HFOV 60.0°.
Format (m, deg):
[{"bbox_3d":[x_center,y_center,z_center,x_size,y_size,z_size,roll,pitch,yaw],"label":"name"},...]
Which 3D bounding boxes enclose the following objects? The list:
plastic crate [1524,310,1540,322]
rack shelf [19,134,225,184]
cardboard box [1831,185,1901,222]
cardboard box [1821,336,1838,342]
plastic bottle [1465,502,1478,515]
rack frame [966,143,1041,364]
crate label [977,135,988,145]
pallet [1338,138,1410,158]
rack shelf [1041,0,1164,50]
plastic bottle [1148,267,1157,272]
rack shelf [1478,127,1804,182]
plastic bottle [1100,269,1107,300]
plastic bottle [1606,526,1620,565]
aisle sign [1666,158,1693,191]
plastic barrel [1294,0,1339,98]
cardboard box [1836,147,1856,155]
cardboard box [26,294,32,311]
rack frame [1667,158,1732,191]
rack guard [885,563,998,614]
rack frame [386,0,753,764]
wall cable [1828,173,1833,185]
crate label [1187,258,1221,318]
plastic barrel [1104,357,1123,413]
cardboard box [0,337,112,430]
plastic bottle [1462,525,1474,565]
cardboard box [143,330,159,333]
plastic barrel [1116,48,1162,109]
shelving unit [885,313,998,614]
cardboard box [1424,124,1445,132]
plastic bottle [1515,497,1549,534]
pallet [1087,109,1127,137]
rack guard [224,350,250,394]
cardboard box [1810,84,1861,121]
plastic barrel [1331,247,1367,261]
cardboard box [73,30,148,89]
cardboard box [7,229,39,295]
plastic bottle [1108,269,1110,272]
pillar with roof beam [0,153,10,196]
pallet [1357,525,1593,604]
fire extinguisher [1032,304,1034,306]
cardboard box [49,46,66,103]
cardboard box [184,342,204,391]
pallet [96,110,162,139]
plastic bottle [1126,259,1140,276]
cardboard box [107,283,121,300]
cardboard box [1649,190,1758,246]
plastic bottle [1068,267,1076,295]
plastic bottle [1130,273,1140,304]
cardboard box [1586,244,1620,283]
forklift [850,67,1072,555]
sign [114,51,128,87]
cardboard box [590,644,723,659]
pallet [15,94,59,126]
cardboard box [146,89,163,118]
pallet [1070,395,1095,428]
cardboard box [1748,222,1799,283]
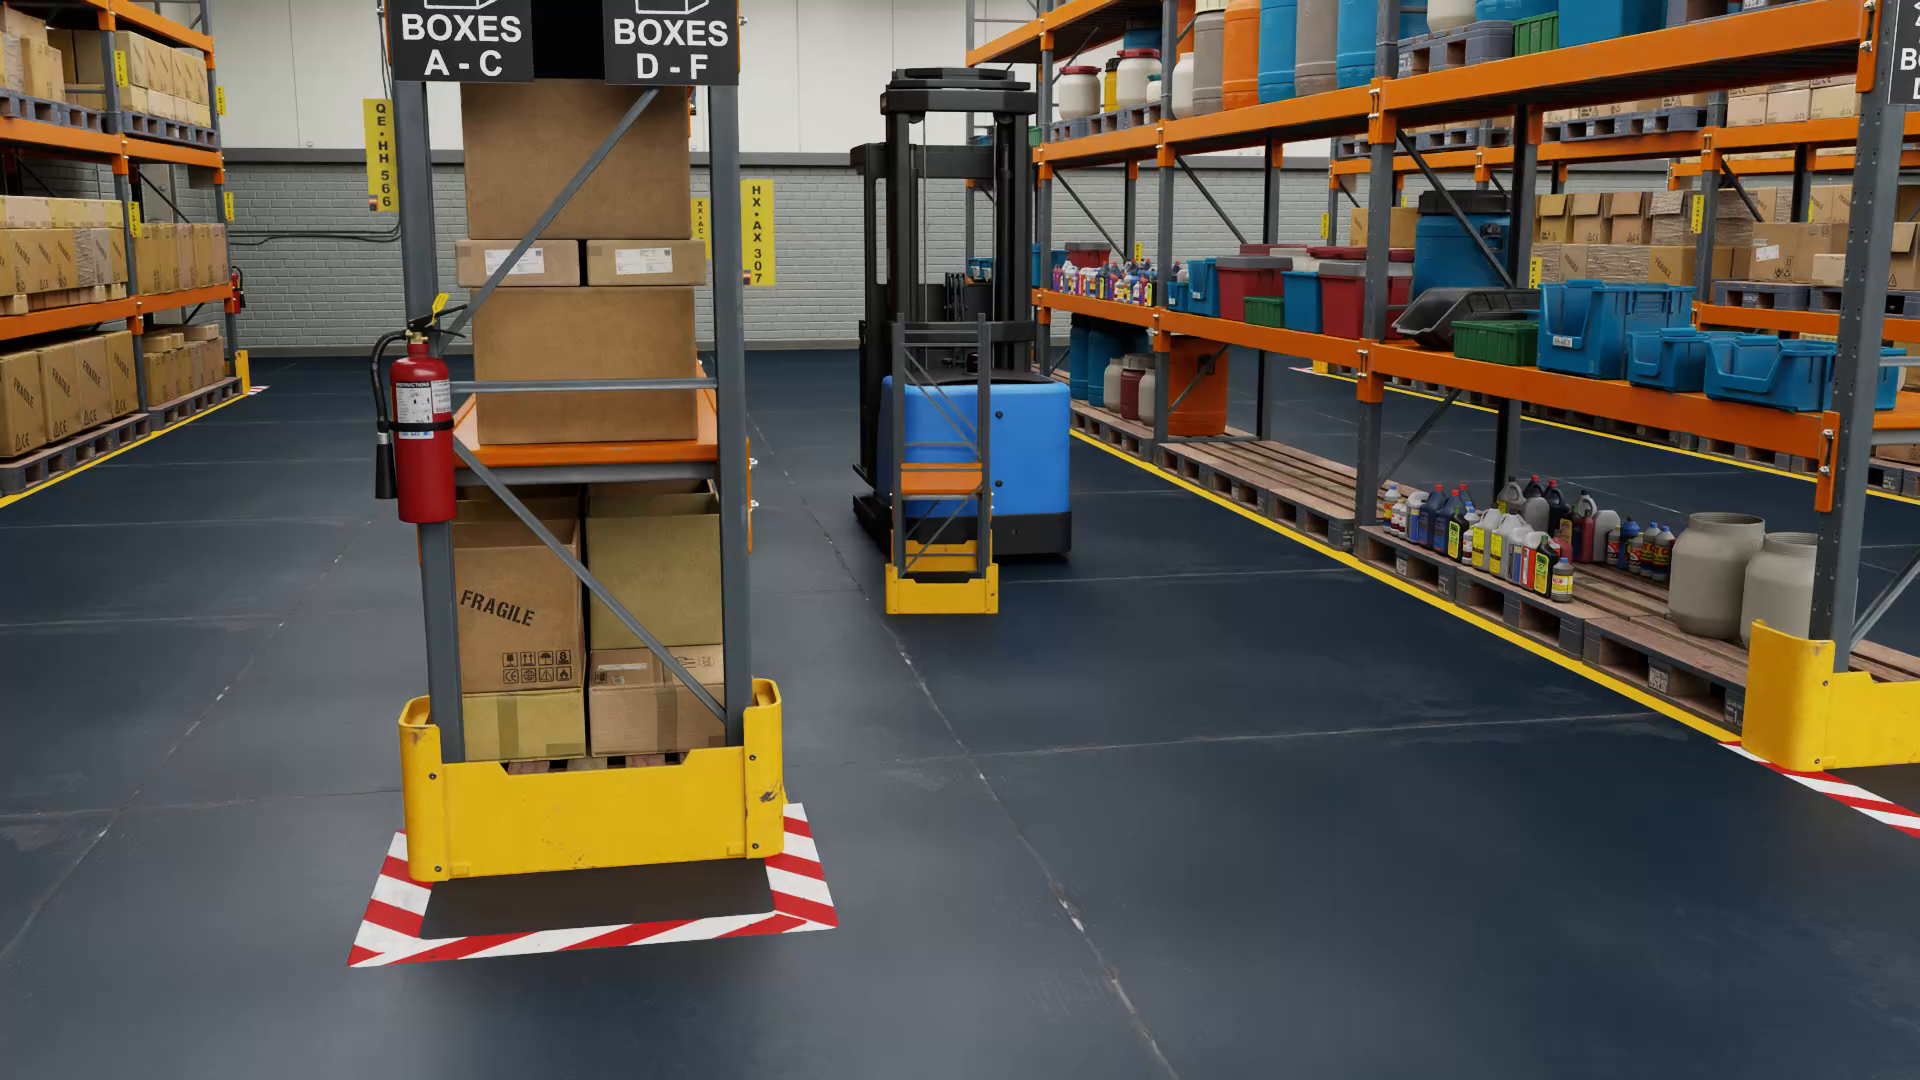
[{"bbox_3d":[3.390,-1.118,8.948,0.499,0.251,0.616,-2,11,-11],"label":"plastic crate"},{"bbox_3d":[-8.754,-3.978,17.478,1.077,0.370,4.000,-2,11,-11],"label":"rack shelf"},{"bbox_3d":[10.739,-3.957,19.724,0.500,0.500,0.500,-3,11,-13],"label":"cardboard box"},{"bbox_3d":[10.683,-2.393,20.157,0.380,0.149,0.250,-2,11,-10],"label":"cardboard box"},{"bbox_3d":[2.805,-0.075,9.188,0.097,0.271,0.097,0,11,0],"label":"plastic bottle"},{"bbox_3d":[0.575,-3.585,21.512,1.000,3.000,0.127,-2,11,-11],"label":"rack frame"},{"bbox_3d":[0.437,-4.805,20.294,0.408,0.251,0.502,-2,11,-11],"label":"crate label"},{"bbox_3d":[5.588,-5.060,21.473,1.003,0.211,1.213,-2,11,-11],"label":"pallet"},{"bbox_3d":[1.742,-4.882,15.274,1.077,0.370,4.000,-2,11,-11],"label":"rack shelf"},{"bbox_3d":[1.916,-2.571,16.513,0.152,0.276,0.135,-2,11,-11],"label":"plastic bottle"},{"bbox_3d":[6.600,-3.785,16.463,1.077,0.370,4.000,-2,11,-11],"label":"rack shelf"},{"bbox_3d":[1.349,-2.387,15.530,0.061,0.283,0.133,-2,11,-11],"label":"plastic bottle"},{"bbox_3d":[3.494,0.027,8.841,0.097,0.201,0.097,0,11,0],"label":"plastic bottle"},{"bbox_3d":[10.010,-5.207,23.078,0.394,0.787,0.004,-2,11,-11],"label":"aisle sign"},{"bbox_3d":[2.470,-3.310,10.700,0.600,0.901,0.600,0,11,0],"label":"plastic barrel"},{"bbox_3d":[10.736,-4.674,19.609,0.500,0.250,0.500,-2,11,-10],"label":"cardboard box"},{"bbox_3d":[-7.662,-1.900,13.277,0.380,0.149,0.250,-2,11,-10],"label":"cardboard box"},{"bbox_3d":[10.318,-3.927,23.308,1.000,3.000,0.127,-2,11,-11],"label":"rack frame"},{"bbox_3d":[-0.095,0.254,8.694,0.587,0.250,0.087,0,11,-1],"label":"rack guard"},{"bbox_3d":[-1.173,-0.471,5.151,1.000,3.000,0.127,-2,11,-11],"label":"rack frame"},{"bbox_3d":[15.423,-5.712,29.967,0.588,1.984,0.122,-2,11,-11],"label":"wall cable"},{"bbox_3d":[2.059,-1.943,12.790,0.502,0.435,0.616,-2,11,-11],"label":"crate label"},{"bbox_3d":[1.602,-1.499,16.079,0.421,0.512,0.421,0,11,0],"label":"plastic barrel"},{"bbox_3d":[-7.935,-1.364,14.469,0.750,0.750,0.750,-2,11,-9],"label":"cardboard box"},{"bbox_3d":[2.727,0.025,8.853,0.097,0.201,0.097,0,11,0],"label":"plastic bottle"},{"bbox_3d":[-8.881,-2.181,17.958,0.380,0.149,0.250,-2,11,-10],"label":"cardboard box"},{"bbox_3d":[1.638,-4.184,15.150,0.433,0.535,0.433,0,11,0],"label":"plastic barrel"},{"bbox_3d":[-0.101,-0.453,9.066,0.587,1.500,1.083,0,11,-1],"label":"shelving unit"},{"bbox_3d":[5.900,-5.050,19.527,0.700,0.500,0.500,-2,11,-8],"label":"cardboard box"},{"bbox_3d":[3.214,-0.110,9.359,0.152,0.276,0.135,-2,11,-11],"label":"plastic bottle"},{"bbox_3d":[1.825,-3.884,15.565,1.003,0.211,1.213,-2,11,-11],"label":"pallet"},{"bbox_3d":[-9.148,-2.002,19.876,1.175,0.500,0.348,-2,11,-11],"label":"rack guard"},{"bbox_3d":[7.040,-3.415,12.993,0.500,0.250,0.500,-2,11,-10],"label":"cardboard box"},{"bbox_3d":[2.795,-1.769,11.606,0.433,0.535,0.433,0,11,0],"label":"plastic barrel"},{"bbox_3d":[-8.229,-4.656,16.120,0.500,0.500,0.500,-2,11,-12],"label":"cardboard box"},{"bbox_3d":[-7.523,-2.158,12.894,0.500,0.500,0.500,-2,11,-9],"label":"cardboard box"},{"bbox_3d":[1.409,-2.390,15.542,0.061,0.283,0.133,-2,11,-11],"label":"plastic bottle"},{"bbox_3d":[-5.127,-5.692,16.535,9.100,9.000,0.400,-2,11,-11],"label":"pillar with roof beam"},{"bbox_3d":[2.998,0.110,9.554,1.003,0.211,1.213,-2,11,-11],"label":"pallet"},{"bbox_3d":[0.991,-3.408,21.786,0.296,0.674,0.183,-2,11,-11],"label":"fire extinguisher"},{"bbox_3d":[-8.302,-4.065,14.564,0.700,0.500,0.500,-3,11,-14],"label":"cardboard box"},{"bbox_3d":[-8.713,-1.895,18.191,0.700,0.500,0.500,-2,11,-13],"label":"cardboard box"},{"bbox_3d":[-8.514,-4.072,16.282,1.003,0.211,1.213,-2,11,-11],"label":"pallet"},{"bbox_3d":[1.747,-2.632,16.633,0.144,0.351,0.185,-2,11,-11],"label":"plastic bottle"},{"bbox_3d":[-7.949,-2.281,15.276,0.380,0.149,0.250,-2,11,-10],"label":"cardboard box"},{"bbox_3d":[6.863,-2.975,15.354,0.797,0.503,0.637,-2,11,-9],"label":"cardboard box"},{"bbox_3d":[1.136,-2.600,16.681,0.097,0.271,0.097,0,11,0],"label":"plastic bottle"},{"bbox_3d":[1.546,-2.213,14.648,0.097,0.271,0.097,0,11,0],"label":"plastic bottle"},{"bbox_3d":[6.455,-2.616,16.149,0.500,0.500,0.500,-2,11,-13],"label":"cardboard box"},{"bbox_3d":[-0.123,-1.555,11.029,1.130,2.935,3.031,-2,11,-11],"label":"forklift"},{"bbox_3d":[-7.835,-4.395,15.519,0.100,0.325,0.005,-2,11,-11],"label":"sign"},{"bbox_3d":[-1.160,0.475,6.409,0.500,0.250,0.500,-2,11,-11],"label":"cardboard box"},{"bbox_3d":[-7.985,-3.460,13.334,1.003,0.211,1.213,-2,11,-8],"label":"pallet"},{"bbox_3d":[-8.326,-4.377,16.659,0.500,0.250,0.500,-2,11,-12],"label":"cardboard box"},{"bbox_3d":[1.462,-1.339,17.166,1.003,0.211,1.213,-2,11,-11],"label":"pallet"},{"bbox_3d":[7.133,-2.456,14.188,0.500,0.500,0.500,-4,11,-18],"label":"cardboard box"}]
